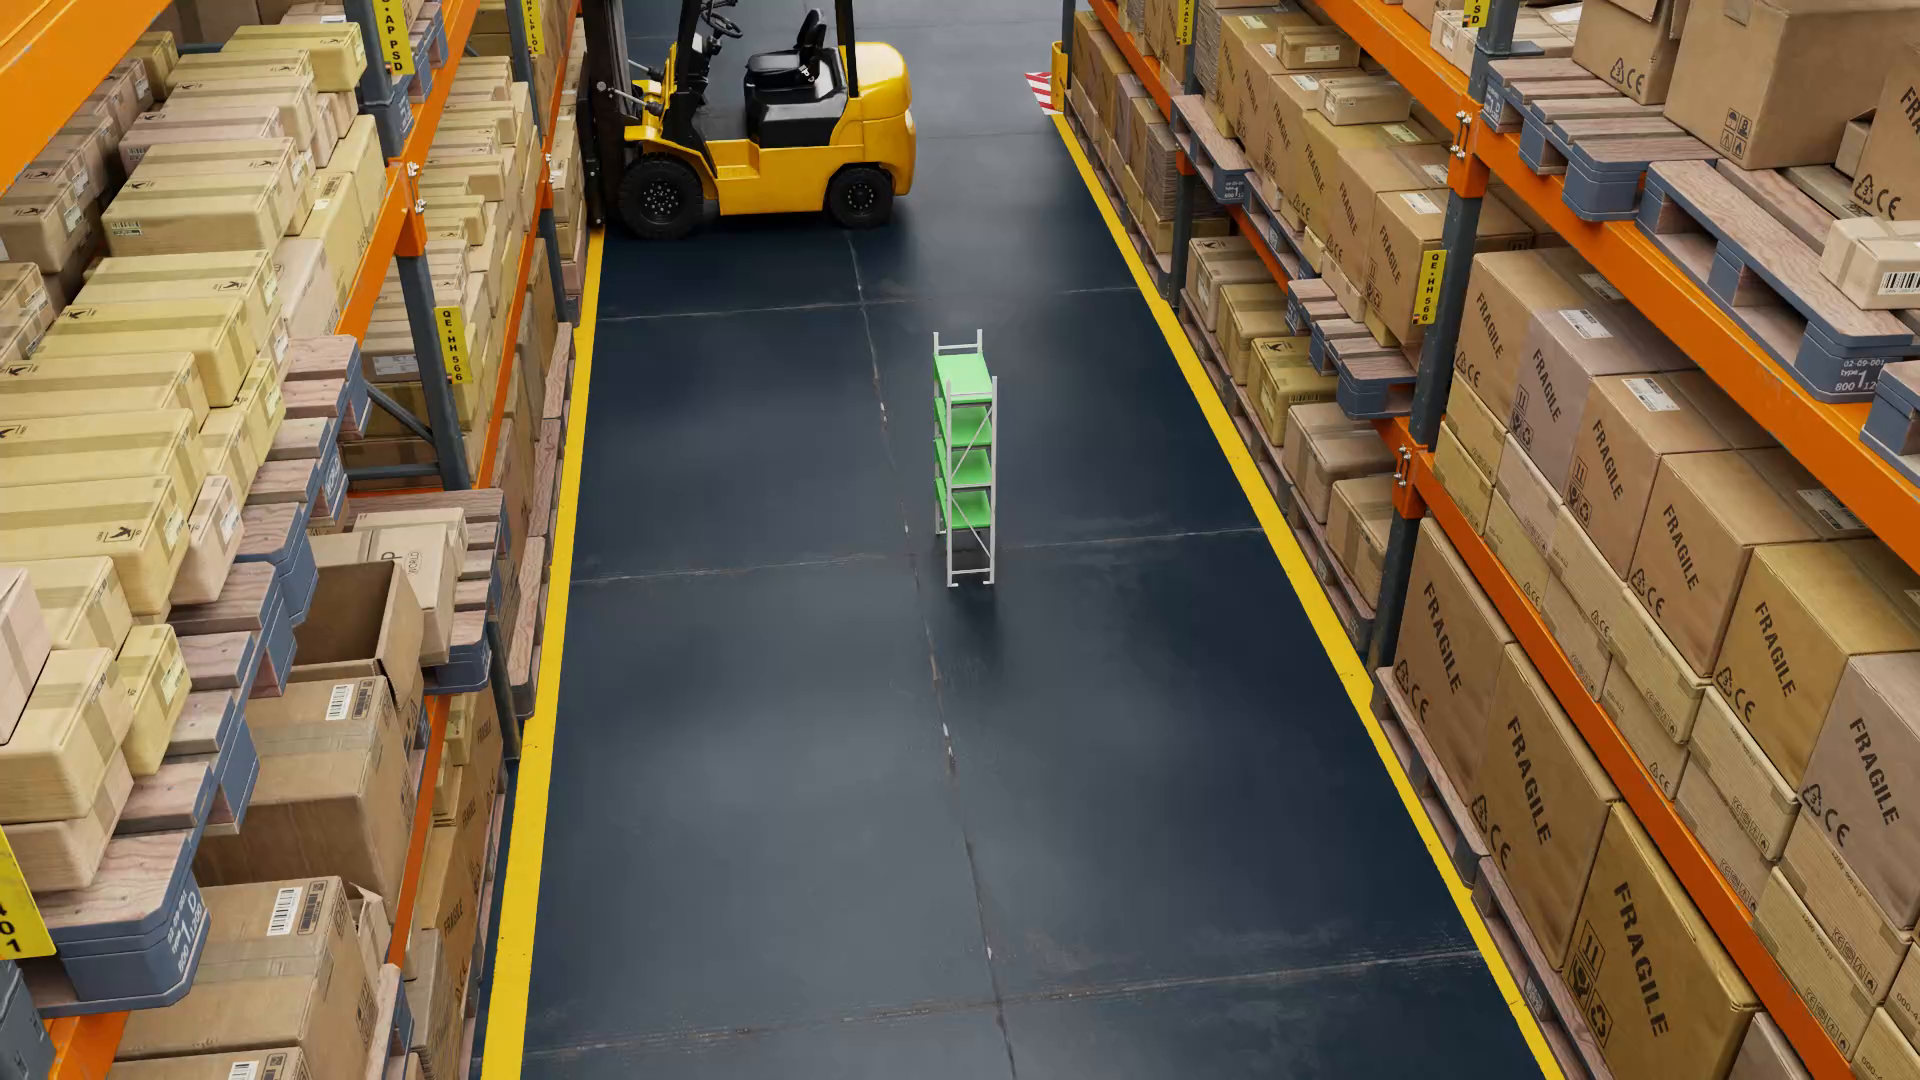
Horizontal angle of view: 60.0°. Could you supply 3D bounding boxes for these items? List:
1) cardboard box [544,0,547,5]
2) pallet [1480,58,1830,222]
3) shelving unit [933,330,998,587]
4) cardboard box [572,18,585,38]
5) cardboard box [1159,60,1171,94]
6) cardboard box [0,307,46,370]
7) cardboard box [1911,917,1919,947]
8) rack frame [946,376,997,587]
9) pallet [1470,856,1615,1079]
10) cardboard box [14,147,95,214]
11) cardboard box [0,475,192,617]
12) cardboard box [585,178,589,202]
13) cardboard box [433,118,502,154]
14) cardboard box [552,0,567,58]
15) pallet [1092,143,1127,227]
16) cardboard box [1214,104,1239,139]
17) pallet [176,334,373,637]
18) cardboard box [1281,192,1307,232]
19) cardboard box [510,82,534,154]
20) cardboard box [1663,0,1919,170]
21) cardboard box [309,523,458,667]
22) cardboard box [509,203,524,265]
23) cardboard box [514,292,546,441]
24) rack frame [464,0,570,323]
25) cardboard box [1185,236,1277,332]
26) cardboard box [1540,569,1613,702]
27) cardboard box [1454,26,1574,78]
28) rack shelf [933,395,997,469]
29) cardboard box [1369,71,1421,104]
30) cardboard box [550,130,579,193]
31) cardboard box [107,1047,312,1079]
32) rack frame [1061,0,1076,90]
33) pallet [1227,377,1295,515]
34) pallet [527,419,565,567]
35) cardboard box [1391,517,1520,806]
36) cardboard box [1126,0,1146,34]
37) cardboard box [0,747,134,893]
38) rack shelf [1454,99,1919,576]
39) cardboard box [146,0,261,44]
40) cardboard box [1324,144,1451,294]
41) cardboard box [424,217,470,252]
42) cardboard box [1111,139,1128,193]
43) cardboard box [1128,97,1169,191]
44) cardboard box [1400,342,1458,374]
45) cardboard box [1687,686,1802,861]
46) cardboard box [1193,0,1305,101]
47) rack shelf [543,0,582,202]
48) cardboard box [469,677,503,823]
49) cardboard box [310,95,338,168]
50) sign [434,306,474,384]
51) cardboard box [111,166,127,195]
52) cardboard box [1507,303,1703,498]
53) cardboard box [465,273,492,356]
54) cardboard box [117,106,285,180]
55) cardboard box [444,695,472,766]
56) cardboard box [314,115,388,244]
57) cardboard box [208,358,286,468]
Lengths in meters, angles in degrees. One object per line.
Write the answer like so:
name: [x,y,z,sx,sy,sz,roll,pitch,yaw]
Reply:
cardboard box: [-2.883,-3.565,10.781,0.380,0.149,0.250,-5,35,-7]
pallet: [2.587,-1.432,5.821,1.213,0.211,1.003,-3,34,-4]
shelving unit: [0.022,-0.403,8.405,0.258,1.200,0.503,-4,35,-6]
cardboard box: [-3.175,-3.930,13.162,0.500,0.250,0.500,-3,34,-5]
cardboard box: [1.524,-3.050,10.913,0.380,0.149,0.250,-4,34,-5]
cardboard box: [-2.211,-0.373,3.596,0.380,0.149,0.250,-4,34,-6]
cardboard box: [2.677,0.921,3.887,0.500,0.500,0.500,-3,34,-5]
rack frame: [0.055,-0.267,8.205,0.240,1.200,0.015,-4,35,-6]
pallet: [2.640,1.651,6.269,1.003,0.211,1.213,-4,35,-6]
cardboard box: [-2.548,-0.919,4.415,0.380,0.149,0.250,-5,35,-7]
cardboard box: [-1.636,0.022,3.016,0.380,0.149,0.250,-5,35,-7]
cardboard box: [-2.962,-2.665,12.195,0.500,0.250,0.500,-3,34,-5]
cardboard box: [-2.569,-2.045,8.551,0.380,0.149,0.250,-5,35,-8]
cardboard box: [-3.011,-3.643,11.472,0.500,0.500,0.500,-4,34,-6]
pallet: [1.617,-2.760,12.742,1.003,0.211,1.213,-4,35,-6]
cardboard box: [1.696,-2.456,9.669,0.380,0.149,0.250,-4,34,-5]
pallet: [-2.093,-0.126,3.903,1.213,0.211,1.003,-4,35,-6]
cardboard box: [1.884,-1.720,8.589,0.380,0.149,0.250,-5,35,-8]
cardboard box: [-2.689,-2.370,9.382,0.500,0.250,0.500,-5,35,-7]
cardboard box: [2.769,-1.543,5.353,0.700,0.500,0.500,-6,35,-9]
cardboard box: [-2.007,0.204,5.675,0.500,0.250,0.500,-6,35,-9]
cardboard box: [-2.572,-1.597,8.692,0.500,0.250,0.500,-4,34,-6]
cardboard box: [-2.830,-0.949,9.343,0.875,0.625,0.625,-5,35,-7]
rack frame: [-3.008,-2.480,9.855,1.000,3.000,0.127,-4,35,-6]
cardboard box: [1.983,-1.654,10.602,0.950,0.372,0.625,-4,34,-6]
cardboard box: [2.416,0.306,5.899,0.500,0.250,0.500,-3,34,-5]
cardboard box: [2.198,-1.922,6.595,0.380,0.149,0.250,-4,35,-6]
rack shelf: [0.022,-0.549,8.306,0.258,0.148,0.480,-4,35,-6]
cardboard box: [2.402,-2.098,8.568,0.500,0.500,0.500,-6,35,-8]
cardboard box: [-2.821,-2.511,11.080,0.500,0.250,0.500,-4,35,-6]
cardboard box: [-1.776,1.482,3.578,0.700,0.500,0.500,-4,34,-5]
rack frame: [1.372,-5.091,13.685,1.000,3.000,0.127,-4,35,-6]
pallet: [2.184,-0.589,9.556,1.003,0.211,1.213,-4,35,-6]
pallet: [-2.703,-0.238,9.040,1.003,0.211,1.213,-4,35,-6]
cardboard box: [2.459,0.470,7.039,0.875,0.875,0.875,-5,35,-7]
cardboard box: [1.454,-3.828,11.479,0.500,0.500,0.500,-3,34,-5]
cardboard box: [-1.578,0.436,2.672,0.380,0.149,0.250,-4,34,-6]
rack shelf: [2.717,-0.452,4.854,1.077,0.370,4.000,-4,35,-6]
cardboard box: [-2.822,-2.025,6.195,0.500,0.250,0.500,-4,35,-6]
cardboard box: [2.031,-1.484,7.667,0.500,0.500,0.500,-5,35,-7]
cardboard box: [-2.429,-1.331,7.503,0.380,0.149,0.250,-4,34,-6]
cardboard box: [1.419,-2.786,12.372,0.500,0.250,0.500,-4,34,-6]
cardboard box: [1.494,-2.799,11.725,0.500,0.500,0.500,-4,34,-6]
cardboard box: [2.171,-0.861,7.329,0.380,0.149,0.250,-3,34,-5]
cardboard box: [2.536,0.667,4.926,0.500,0.250,0.500,-4,34,-5]
cardboard box: [1.689,-2.913,9.763,0.500,0.500,0.500,-4,34,-5]
rack shelf: [-3.277,-3.299,11.695,1.077,0.370,4.000,-4,35,-6]
cardboard box: [-2.200,0.831,6.843,0.500,0.500,0.500,-3,34,-5]
cardboard box: [-2.168,-1.265,5.187,0.380,0.149,0.250,-5,35,-7]
sign: [-1.934,-0.740,6.344,0.100,0.325,0.005,-4,35,-6]
cardboard box: [-2.634,-1.080,4.916,0.380,0.149,0.250,-4,34,-5]
cardboard box: [2.348,-0.511,5.988,0.500,0.500,0.500,-4,35,-6]
cardboard box: [-2.354,-0.938,7.281,0.500,0.250,0.500,-3,34,-5]
cardboard box: [-2.122,-1.100,4.680,0.380,0.149,0.250,-5,35,-7]
cardboard box: [-2.085,0.750,6.386,0.380,0.149,0.250,-6,35,-9]
cardboard box: [-2.161,-1.158,5.384,0.500,0.250,0.500,-5,35,-8]
cardboard box: [-1.743,-0.276,3.717,0.380,0.149,0.250,-4,34,-5]
